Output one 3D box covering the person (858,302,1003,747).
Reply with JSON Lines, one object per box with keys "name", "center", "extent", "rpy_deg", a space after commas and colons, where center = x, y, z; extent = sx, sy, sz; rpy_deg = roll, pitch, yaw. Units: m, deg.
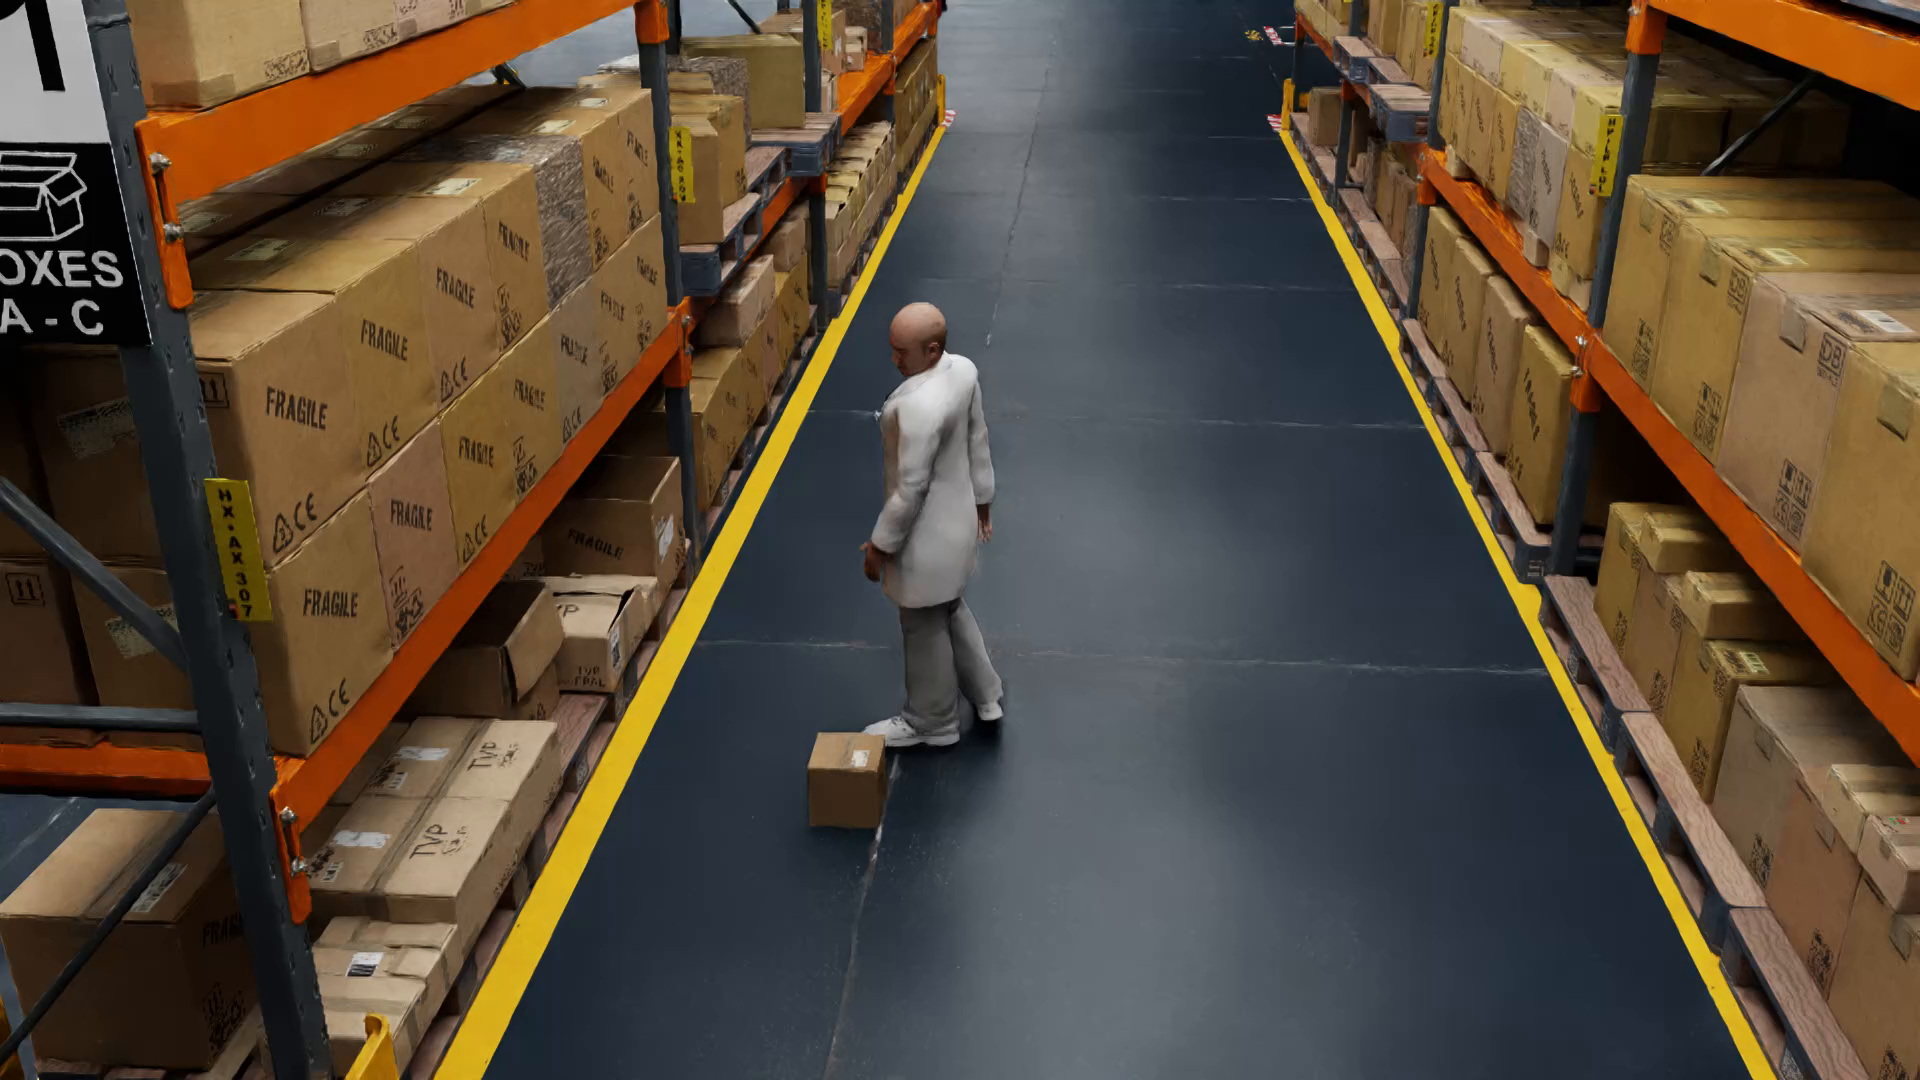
{"name": "person", "center": [-0.092, -0.054, 6.213], "extent": [0.507, 1.777, 0.706], "rpy_deg": [6, 25, 13]}
